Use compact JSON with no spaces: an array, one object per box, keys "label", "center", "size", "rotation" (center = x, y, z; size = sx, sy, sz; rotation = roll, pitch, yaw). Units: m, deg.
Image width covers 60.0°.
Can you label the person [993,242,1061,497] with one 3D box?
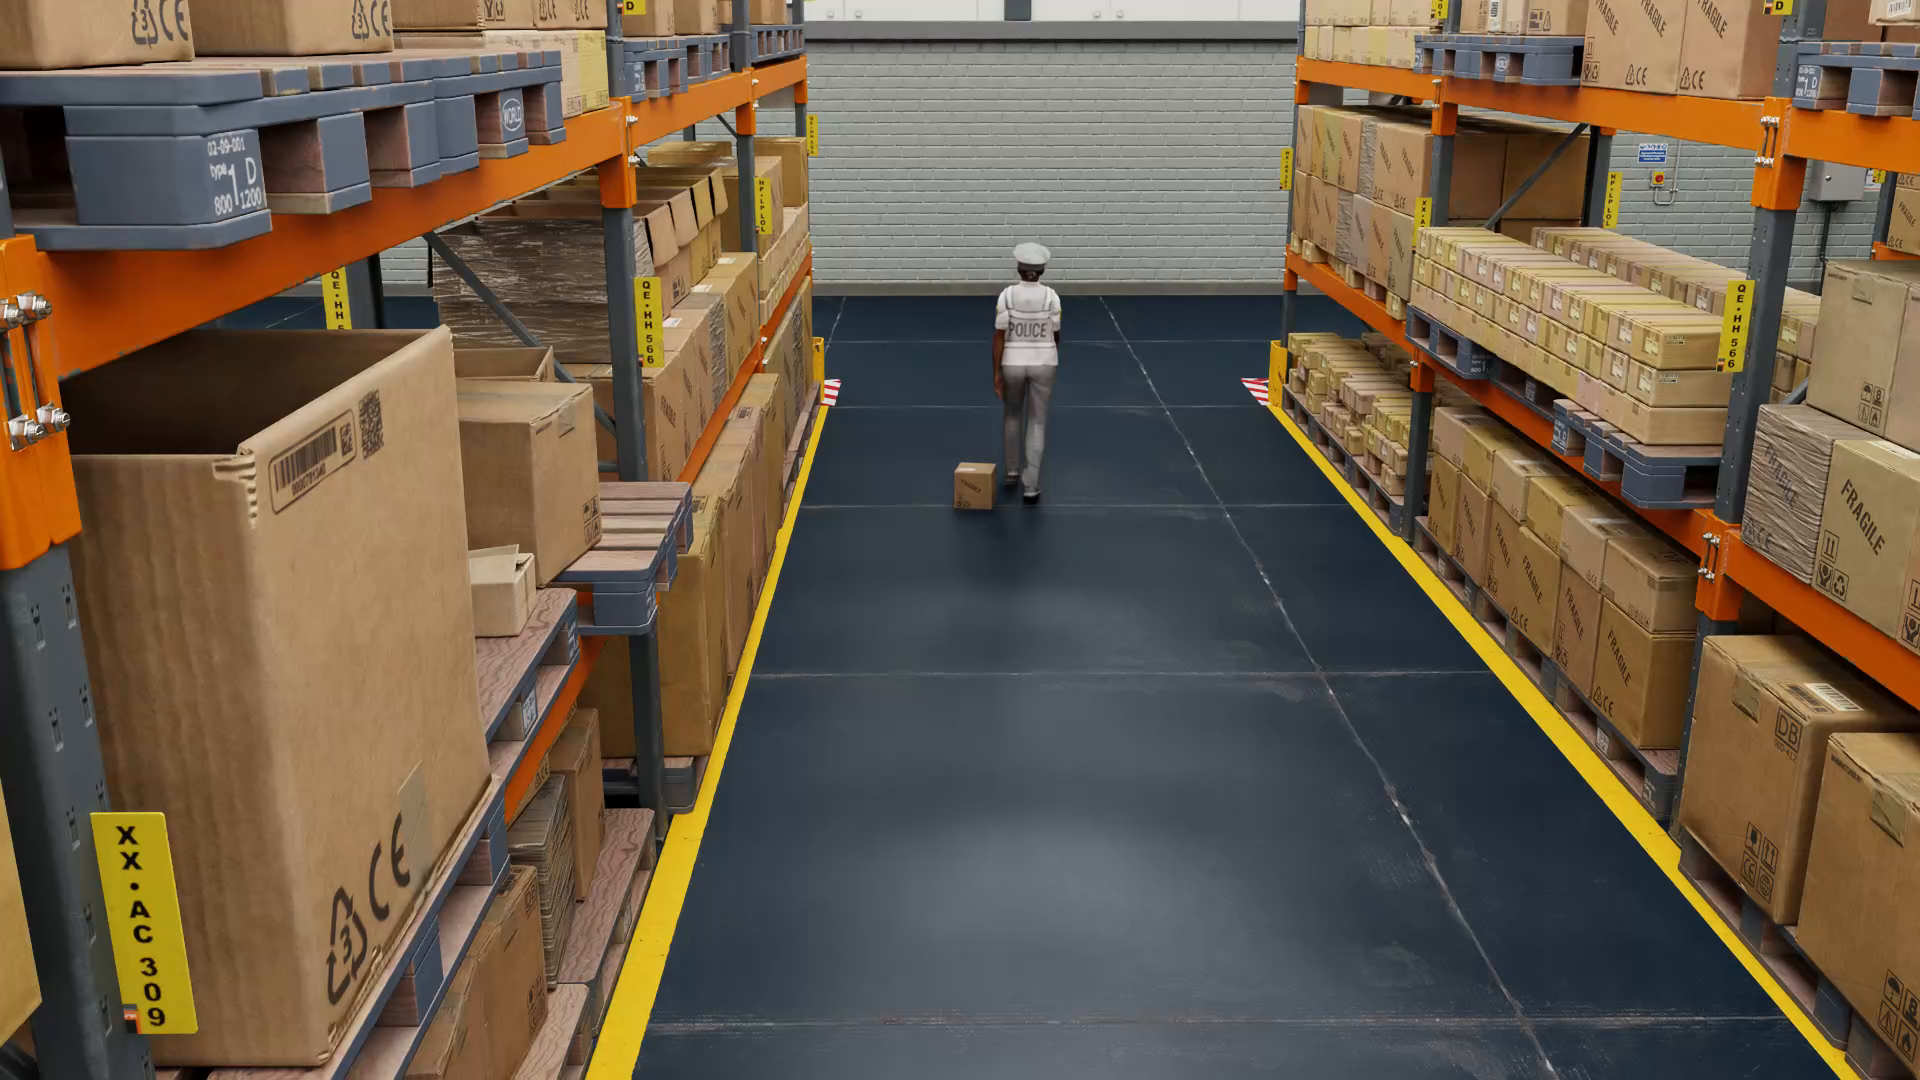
[{"label":"person","center":[0.453,-1.125,11.180],"size":[0.447,1.735,0.745],"rotation":[2,17,7]}]
